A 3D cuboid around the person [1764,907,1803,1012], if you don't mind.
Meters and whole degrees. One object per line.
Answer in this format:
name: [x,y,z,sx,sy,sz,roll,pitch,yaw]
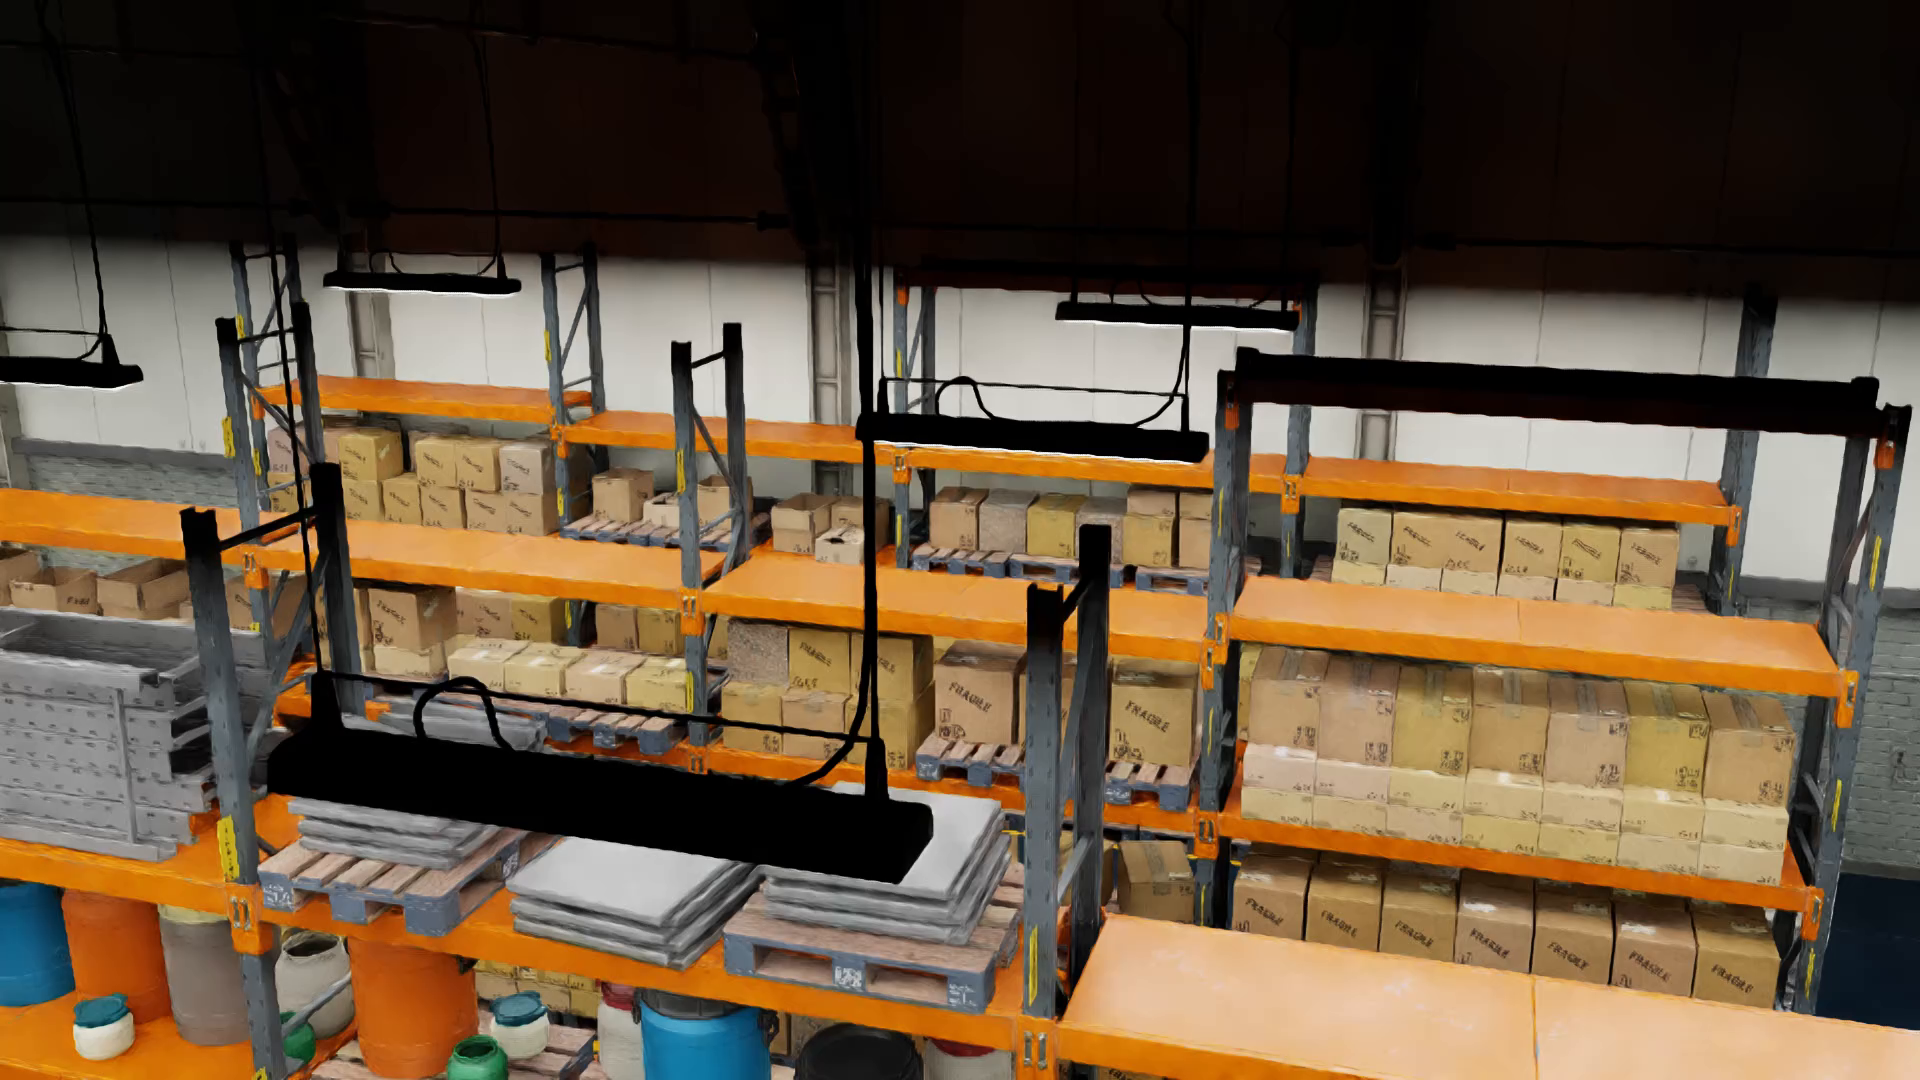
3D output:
person: [7.049,3.247,14.220,0.647,1.786,0.443,14,21,40]
